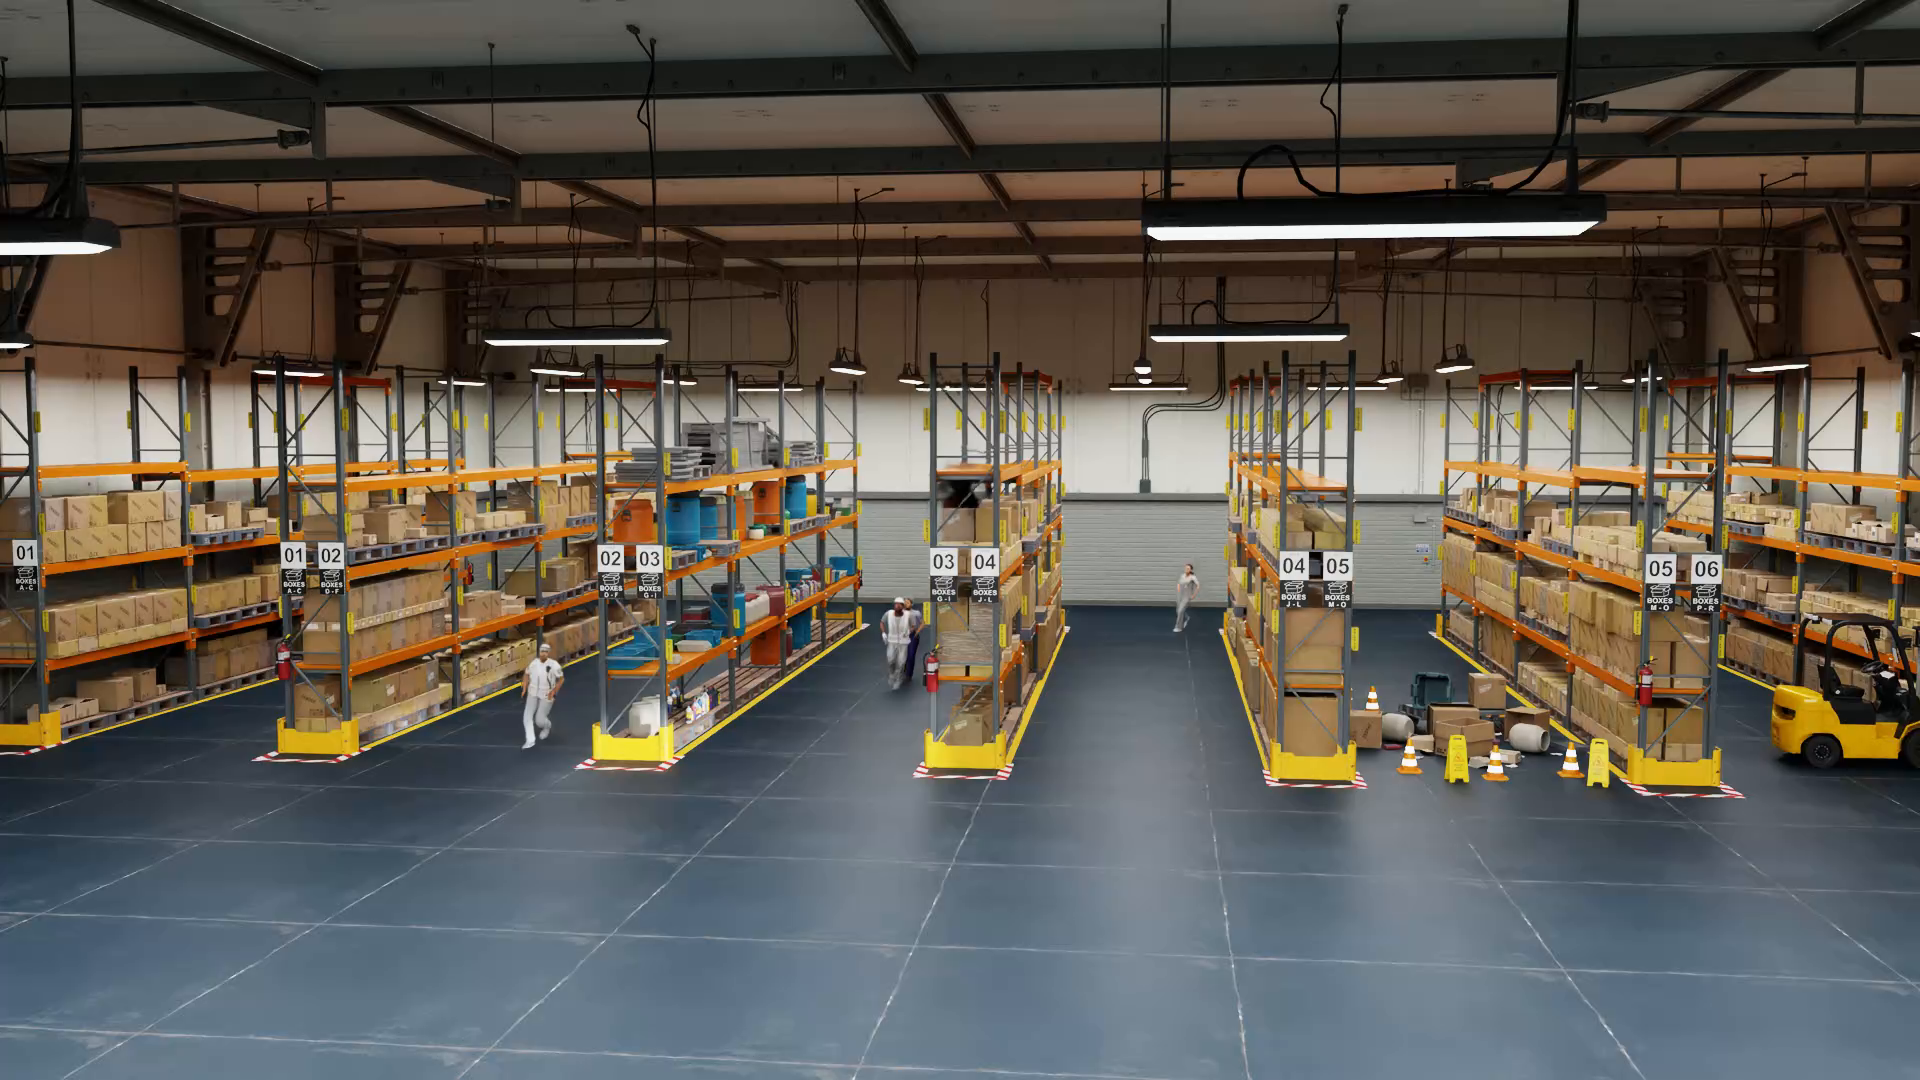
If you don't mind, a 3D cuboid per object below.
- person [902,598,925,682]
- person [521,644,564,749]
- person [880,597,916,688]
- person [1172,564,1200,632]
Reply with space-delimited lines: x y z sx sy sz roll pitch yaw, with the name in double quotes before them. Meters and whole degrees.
"person" -0.976 1.926 32.321 0.604 1.623 0.605 1 4 7
"person" -6.435 2.397 25.660 0.649 1.617 0.549 1 4 9
"person" -1.155 1.929 31.040 0.677 1.732 0.629 0 4 -1
"person" 5.444 1.381 39.768 0.614 1.639 0.673 3 5 41
